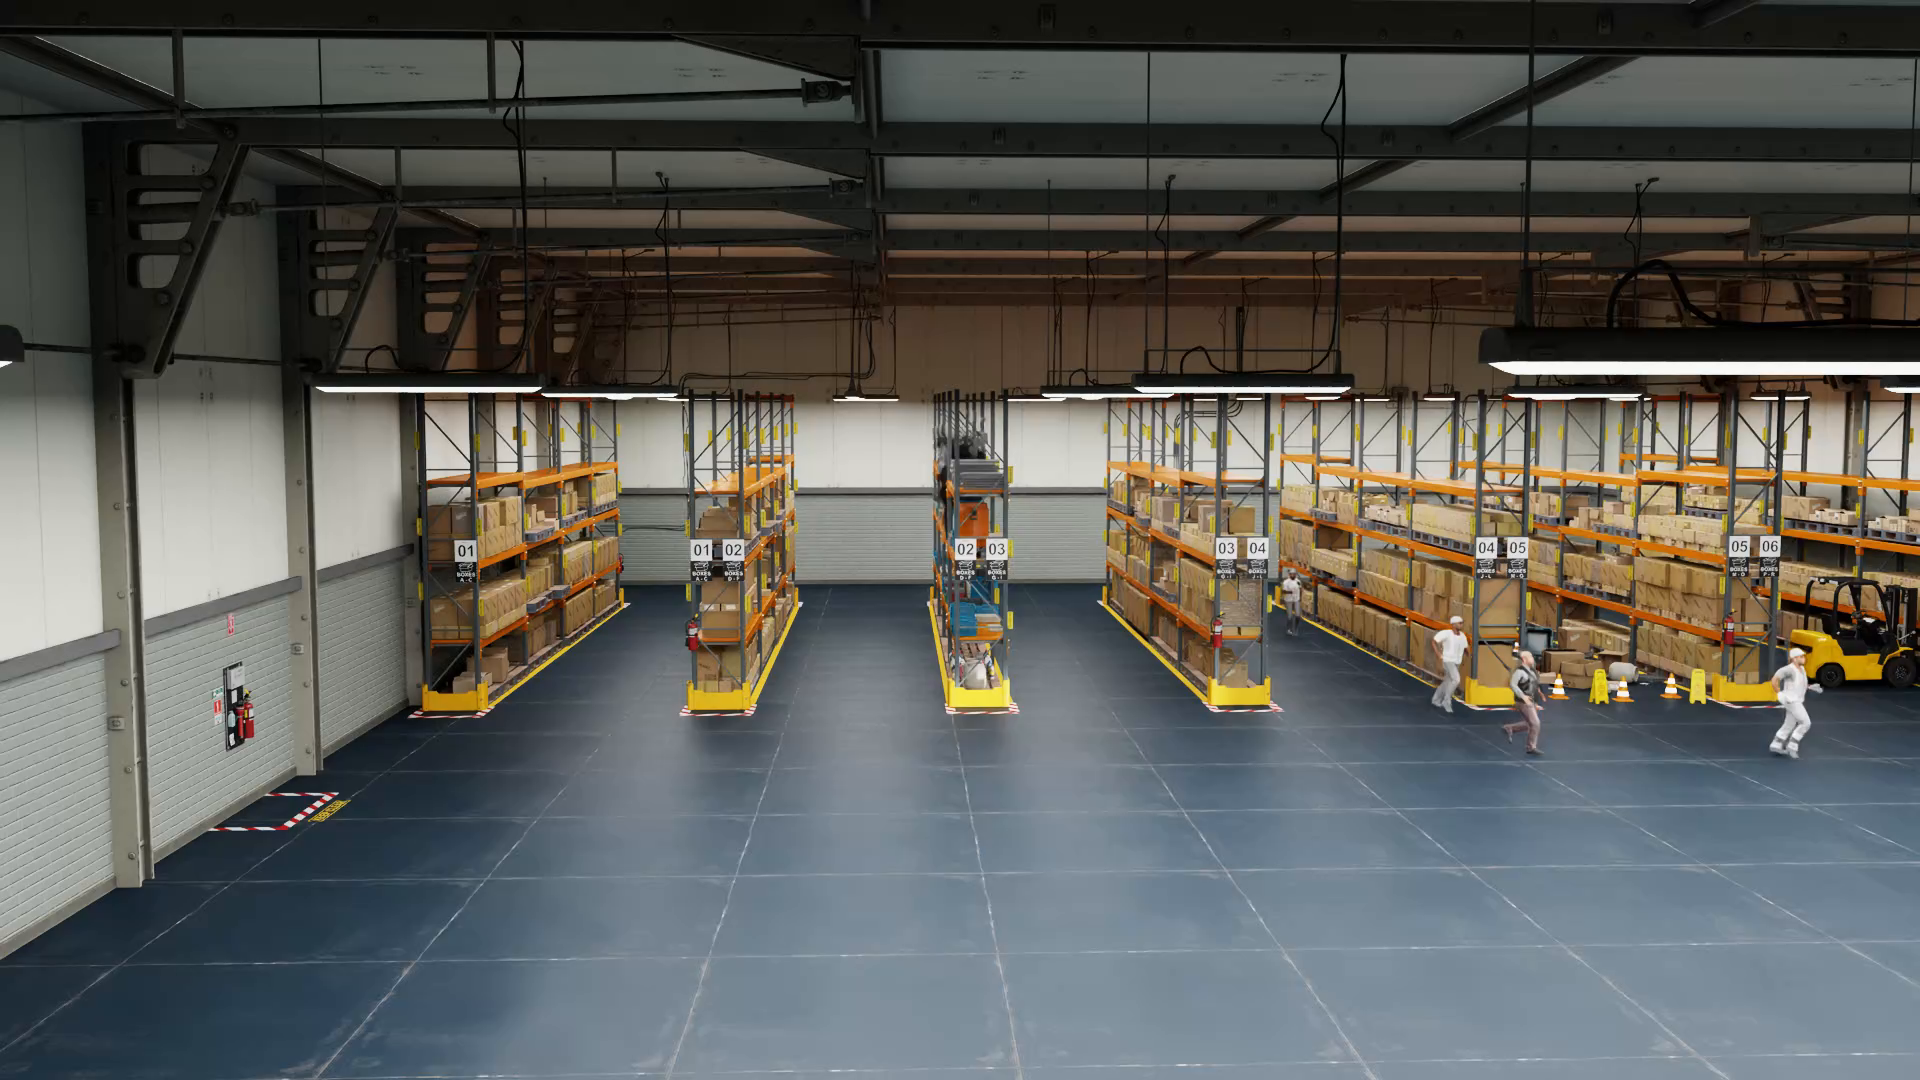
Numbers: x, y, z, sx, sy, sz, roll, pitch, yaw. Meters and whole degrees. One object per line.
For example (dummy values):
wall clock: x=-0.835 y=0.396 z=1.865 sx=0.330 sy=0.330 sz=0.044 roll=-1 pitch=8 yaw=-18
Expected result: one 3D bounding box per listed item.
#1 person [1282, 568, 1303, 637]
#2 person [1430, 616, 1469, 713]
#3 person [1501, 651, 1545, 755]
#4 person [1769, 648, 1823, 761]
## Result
person: x=8.222 y=1.544 z=41.016 sx=0.555 sy=1.727 sz=0.660 roll=0 pitch=5 yaw=-1
person: x=9.240 y=2.322 z=31.211 sx=0.690 sy=1.797 sz=0.695 roll=-3 pitch=6 yaw=-36
person: x=9.234 y=2.660 z=27.275 sx=0.771 sy=1.676 sz=0.695 roll=4 pitch=6 yaw=39
person: x=13.522 y=2.651 z=26.906 sx=0.738 sy=1.816 sz=0.642 roll=4 pitch=6 yaw=42
